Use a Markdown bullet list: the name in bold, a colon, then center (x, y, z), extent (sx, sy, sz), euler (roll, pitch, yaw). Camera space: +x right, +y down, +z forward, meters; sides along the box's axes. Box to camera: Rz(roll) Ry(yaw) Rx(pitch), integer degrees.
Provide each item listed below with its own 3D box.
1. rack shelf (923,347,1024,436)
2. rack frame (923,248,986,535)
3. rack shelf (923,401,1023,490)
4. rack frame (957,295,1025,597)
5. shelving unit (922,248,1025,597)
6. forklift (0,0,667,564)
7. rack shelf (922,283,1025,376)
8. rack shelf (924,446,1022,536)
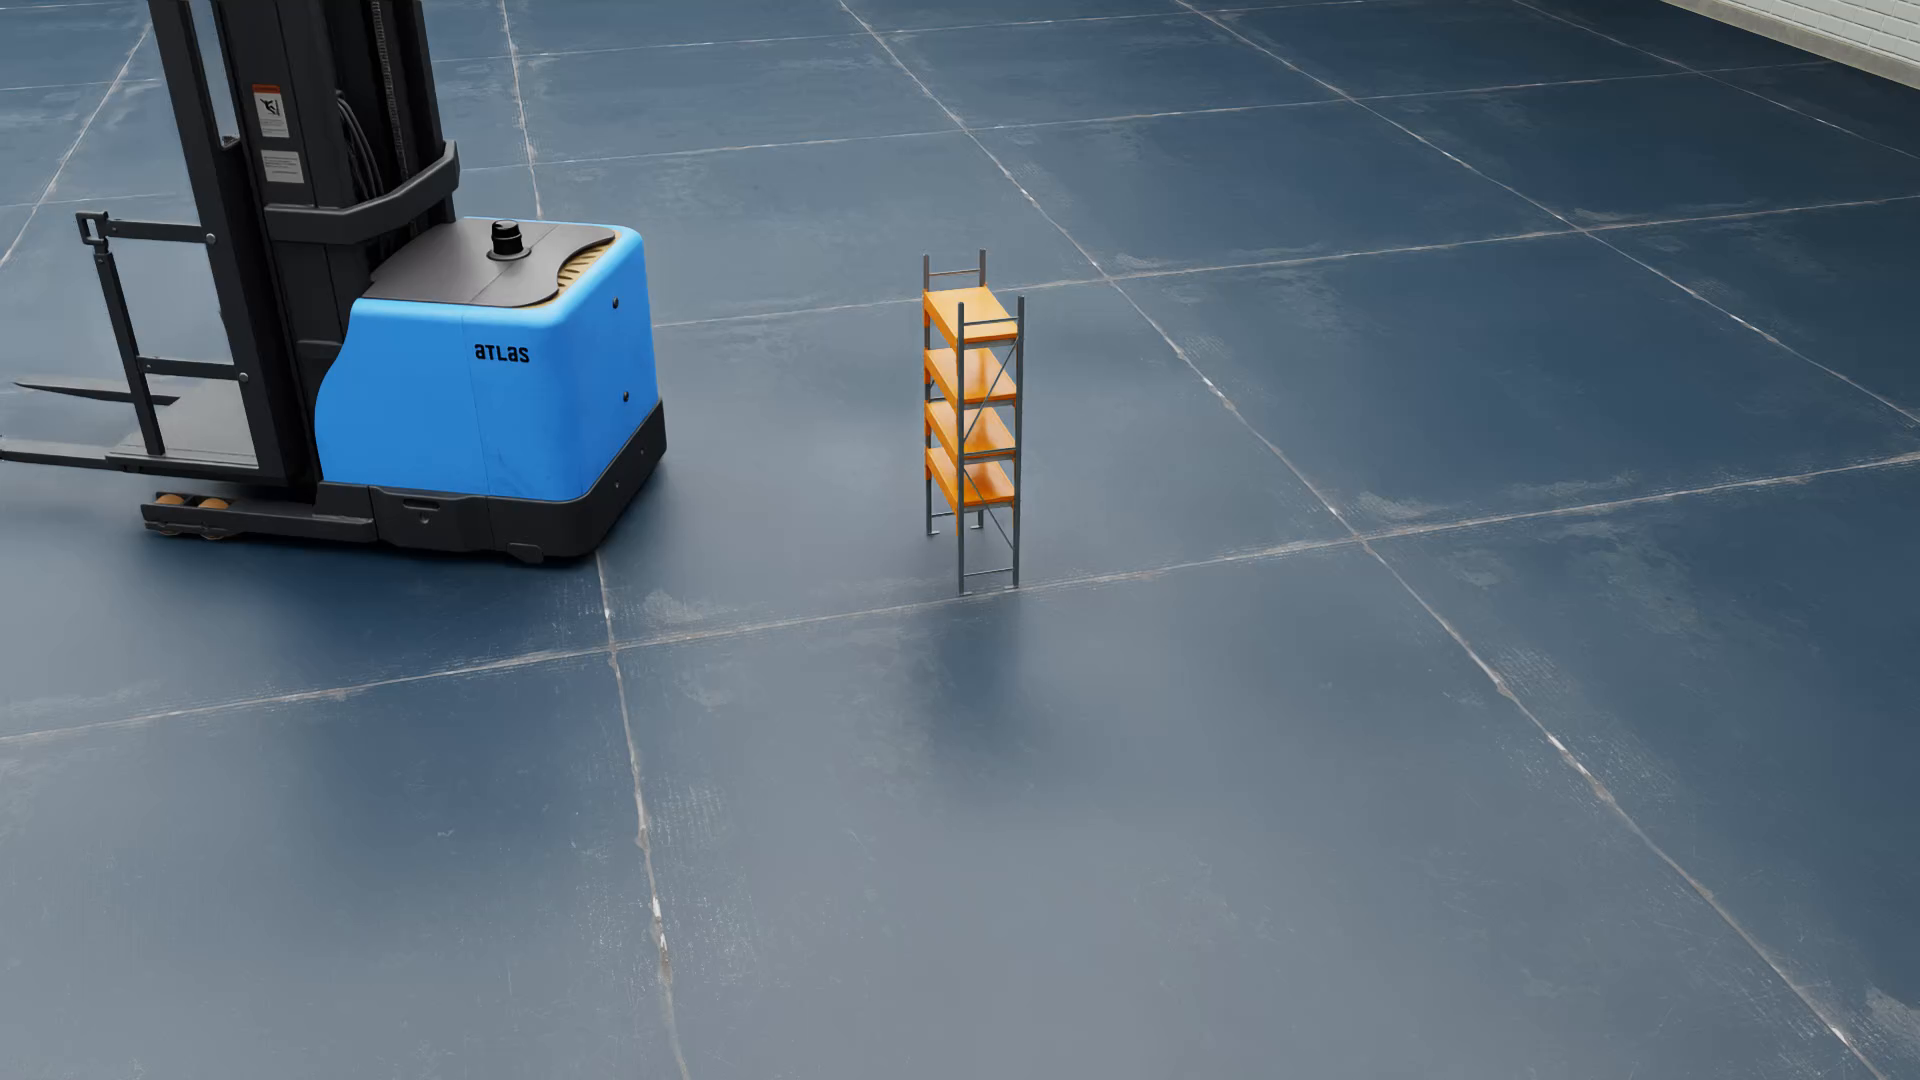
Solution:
- **rack shelf**: center (0.044, -0.575, 6.233), extent (0.258, 0.148, 0.480), euler (-8, 31, -13)
- **rack frame**: center (-0.021, -0.557, 6.515), extent (0.240, 1.200, 0.015), euler (-8, 31, -13)
- **rack shelf**: center (0.044, -0.381, 6.345), extent (0.258, 0.148, 0.480), euler (-8, 31, -13)
- **rack frame**: center (0.109, -0.321, 6.108), extent (0.240, 1.200, 0.015), euler (-8, 31, -13)
- **shelving unit**: center (0.044, -0.439, 6.311), extent (0.258, 1.200, 0.503), euler (-8, 31, -13)
- **forklift**: center (-2.853, -1.522, 6.453), extent (3.031, 2.935, 1.130), euler (5, 30, 9)
- **rack shelf**: center (0.044, -0.779, 6.114), extent (0.258, 0.148, 0.480), euler (-8, 31, -13)
- **rack shelf**: center (0.044, -0.209, 6.444), extent (0.258, 0.148, 0.480), euler (-8, 31, -13)
